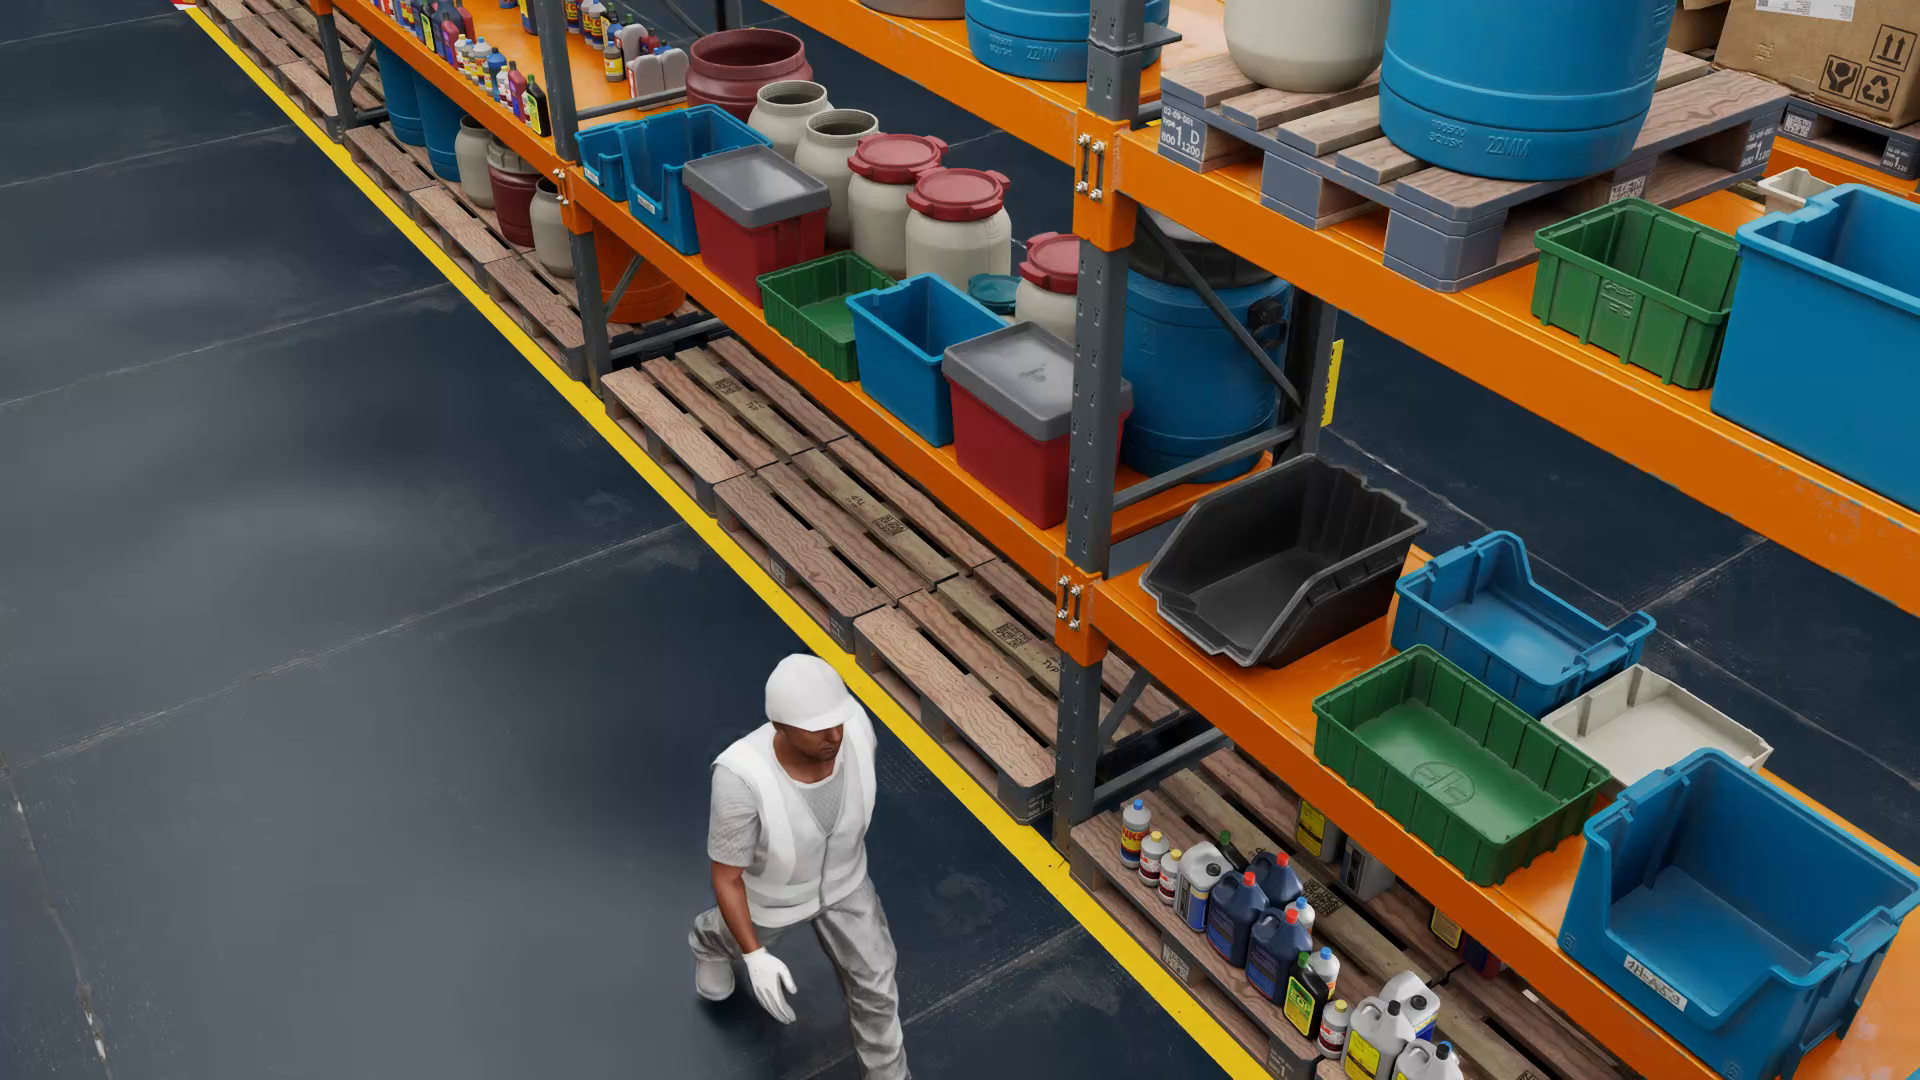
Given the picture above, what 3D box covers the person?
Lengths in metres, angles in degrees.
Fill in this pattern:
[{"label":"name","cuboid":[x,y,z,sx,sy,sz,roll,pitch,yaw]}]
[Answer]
[{"label":"person","cuboid":[-0.473,0.978,4.855,0.613,1.709,1.162,-21,41,-26]}]
